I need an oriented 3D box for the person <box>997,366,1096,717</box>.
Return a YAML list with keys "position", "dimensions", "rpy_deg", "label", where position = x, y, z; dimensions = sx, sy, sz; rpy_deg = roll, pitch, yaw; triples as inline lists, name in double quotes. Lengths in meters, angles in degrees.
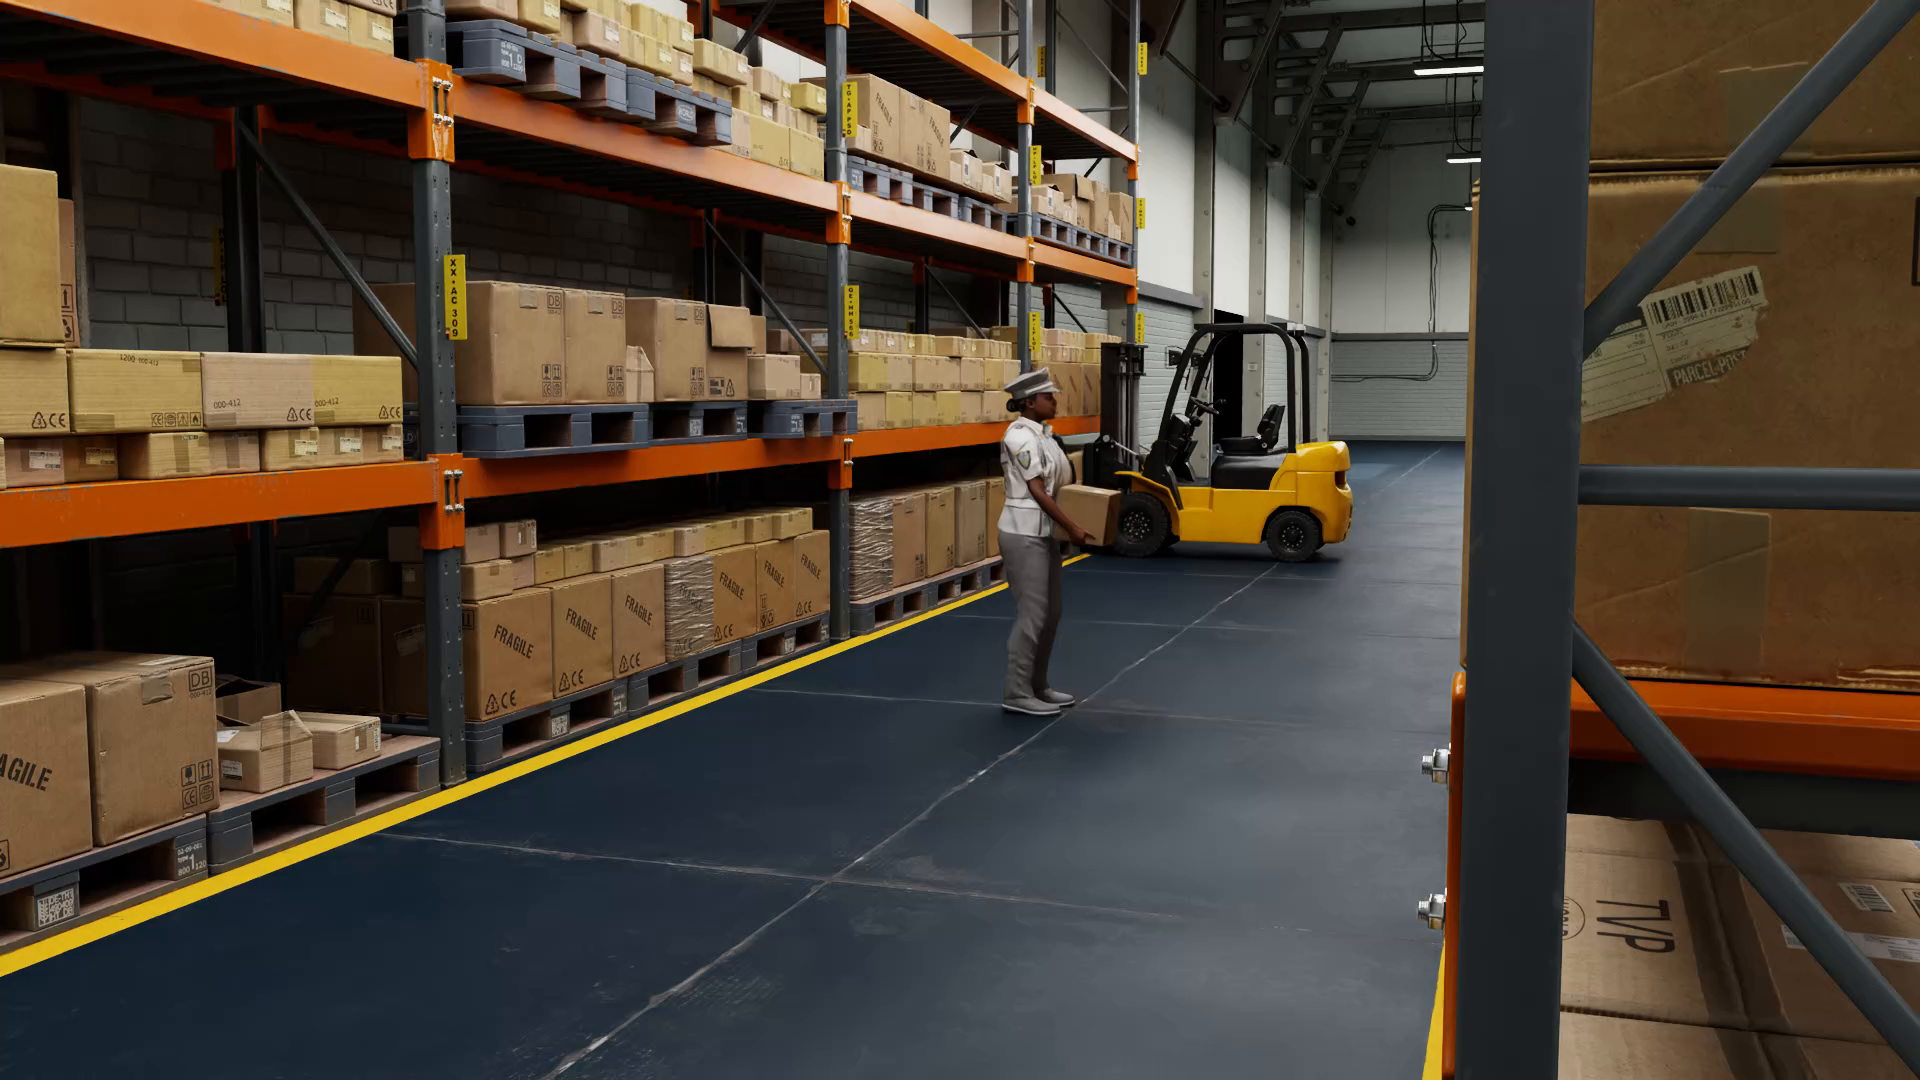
- position: [0.448, 0.000, 8.132]
  dimensions: [0.520, 1.692, 0.435]
  rpy_deg: [2, 6, 19]
  label: "person"
